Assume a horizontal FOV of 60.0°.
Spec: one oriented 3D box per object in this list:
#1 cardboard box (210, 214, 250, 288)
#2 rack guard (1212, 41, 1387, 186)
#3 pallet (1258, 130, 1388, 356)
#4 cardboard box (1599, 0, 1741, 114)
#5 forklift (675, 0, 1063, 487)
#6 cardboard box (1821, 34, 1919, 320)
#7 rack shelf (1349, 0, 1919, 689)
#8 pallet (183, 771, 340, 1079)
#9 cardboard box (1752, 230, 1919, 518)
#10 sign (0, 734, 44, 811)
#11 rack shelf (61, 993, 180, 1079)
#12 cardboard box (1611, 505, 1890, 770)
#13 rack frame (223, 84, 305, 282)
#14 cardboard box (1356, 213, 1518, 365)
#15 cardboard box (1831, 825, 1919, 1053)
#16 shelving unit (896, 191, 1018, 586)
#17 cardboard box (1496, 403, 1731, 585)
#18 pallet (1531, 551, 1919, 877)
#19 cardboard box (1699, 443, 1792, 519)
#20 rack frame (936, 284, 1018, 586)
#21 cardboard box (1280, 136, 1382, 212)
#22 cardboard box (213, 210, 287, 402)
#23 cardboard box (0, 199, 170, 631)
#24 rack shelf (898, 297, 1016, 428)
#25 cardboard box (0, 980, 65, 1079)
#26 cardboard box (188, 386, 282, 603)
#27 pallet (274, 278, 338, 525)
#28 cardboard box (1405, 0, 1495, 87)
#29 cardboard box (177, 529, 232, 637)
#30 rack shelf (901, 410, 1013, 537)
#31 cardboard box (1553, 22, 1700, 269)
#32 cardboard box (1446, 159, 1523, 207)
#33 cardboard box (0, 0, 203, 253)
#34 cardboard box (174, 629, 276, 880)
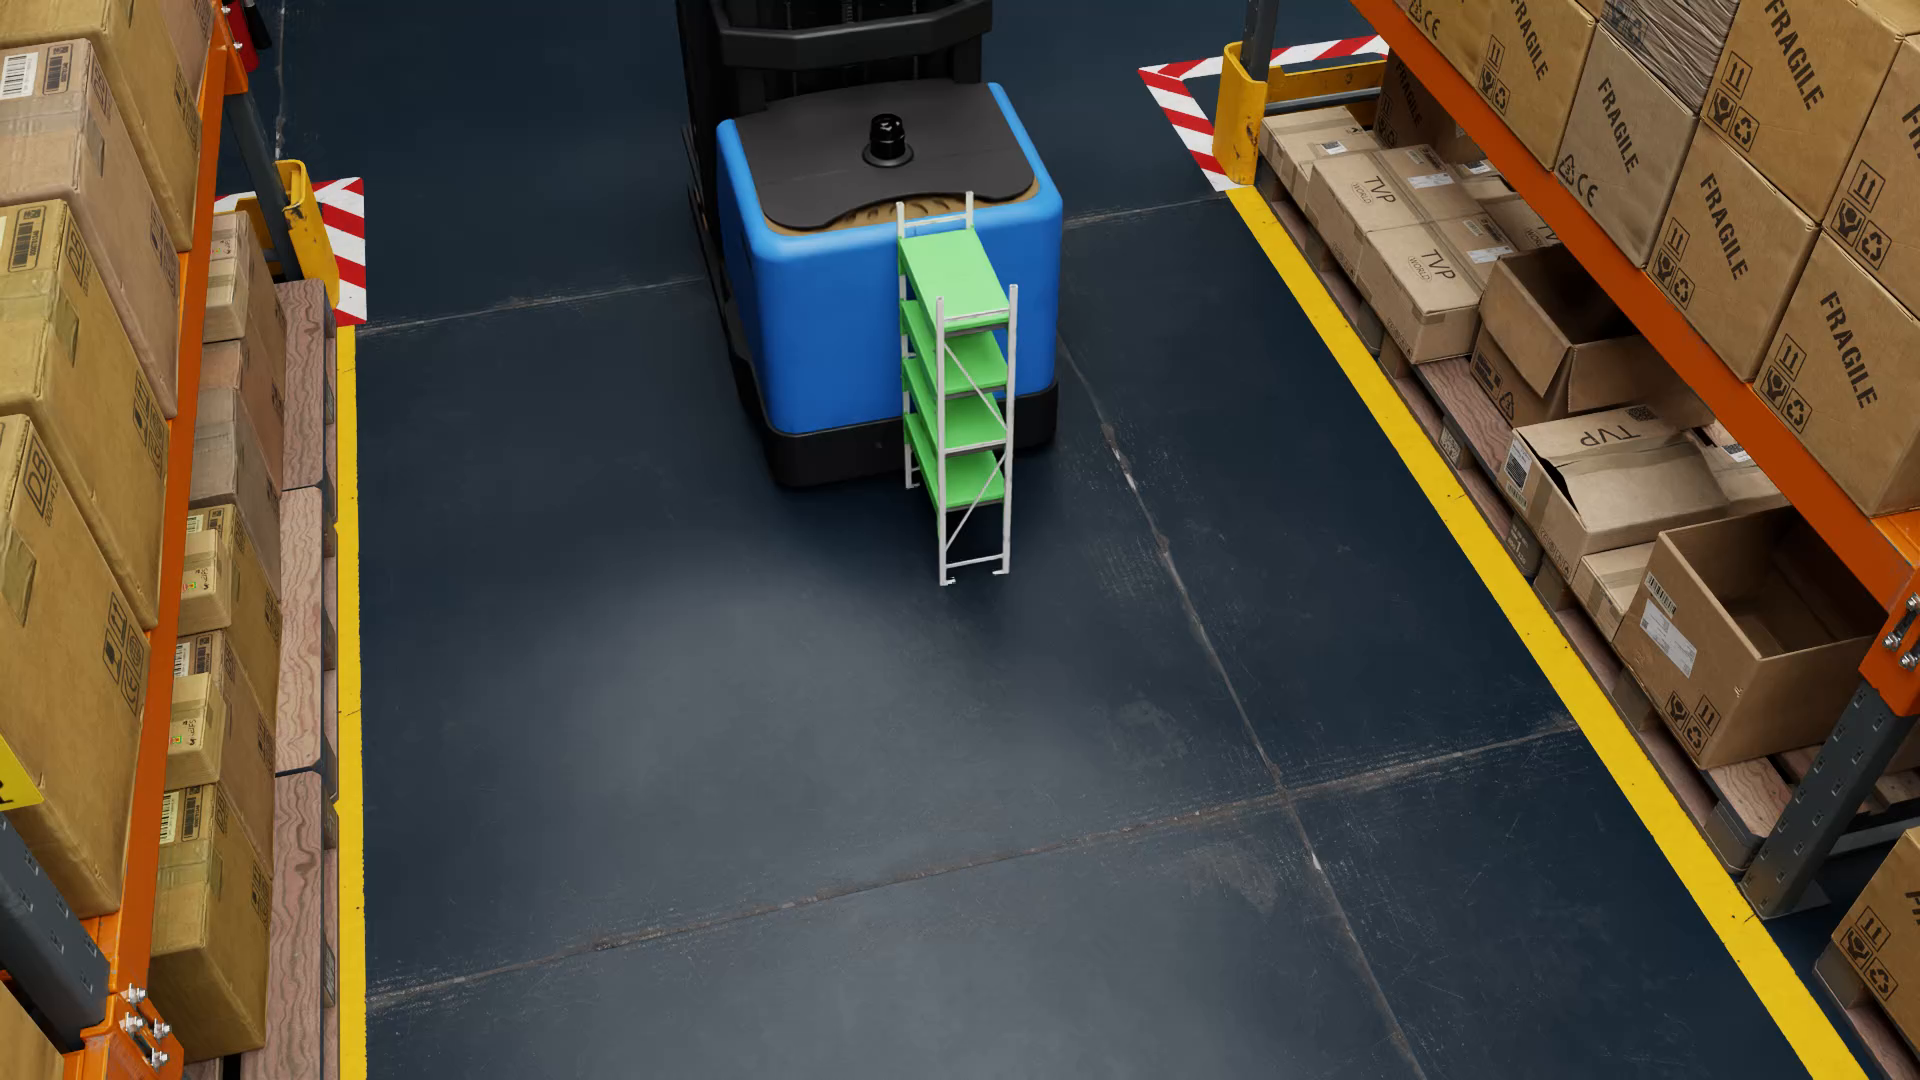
[{"bbox_3d":[-2.599,-0.937,5.570,0.380,0.149,0.250,-11,47,-11],"label":"cardboard box"},{"bbox_3d":[1.723,-1.939,7.300,1.175,0.500,0.348,-11,47,-10],"label":"rack guard"},{"bbox_3d":[1.928,-1.287,6.864,1.003,0.211,1.213,-11,47,-10],"label":"pallet"},{"bbox_3d":[2.085,-1.492,4.342,0.500,0.500,0.500,-10,46,-10],"label":"cardboard box"},{"bbox_3d":[-0.522,-2.285,5.937,1.130,2.935,3.031,-11,47,-10],"label":"forklift"},{"bbox_3d":[2.348,-0.791,3.655,0.500,0.500,0.500,-10,47,-10],"label":"cardboard box"},{"bbox_3d":[2.216,-1.233,5.362,1.077,0.370,4.000,-11,47,-10],"label":"rack shelf"},{"bbox_3d":[-2.179,1.241,4.386,1.003,0.211,1.213,-11,47,-10],"label":"pallet"},{"bbox_3d":[2.352,-0.438,4.009,0.500,0.500,0.500,-10,46,-10],"label":"cardboard box"},{"bbox_3d":[-1.538,0.320,2.581,0.100,0.325,0.005,-11,47,-10],"label":"sign"},{"bbox_3d":[-1.548,2.437,1.766,1.077,0.370,4.000,-11,47,-10],"label":"rack shelf"},{"bbox_3d":[2.308,0.275,4.822,0.500,0.500,0.500,-11,47,-10],"label":"cardboard box"},{"bbox_3d":[-3.084,-1.958,5.568,1.000,3.000,0.127,-11,47,-10],"label":"rack frame"},{"bbox_3d":[1.825,-0.940,6.188,0.500,0.250,0.500,-11,47,-10],"label":"cardboard box"},{"bbox_3d":[2.616,0.995,4.117,0.500,0.500,0.500,-13,47,-12],"label":"cardboard box"},{"bbox_3d":[-0.015,-0.460,5.360,0.258,1.200,0.503,-11,47,-10],"label":"shelving unit"},{"bbox_3d":[2.116,-0.177,5.397,0.500,0.311,0.500,-11,47,-10],"label":"cardboard box"},{"bbox_3d":[2.553,0.397,5.213,1.003,0.211,1.213,-11,47,-10],"label":"pallet"},{"bbox_3d":[2.598,-0.191,5.513,0.380,0.166,0.250,-11,47,-10],"label":"cardboard box"},{"bbox_3d":[0.048,-0.291,5.195,0.240,1.200,0.015,-11,47,-10],"label":"rack frame"},{"bbox_3d":[1.543,-1.504,6.799,0.380,0.166,0.250,-11,47,-10],"label":"cardboard box"},{"bbox_3d":[-2.808,-0.765,5.855,0.700,0.500,0.500,-11,47,-10],"label":"cardboard box"},{"bbox_3d":[-2.365,-0.184,3.620,0.980,0.700,0.700,-12,47,-11],"label":"cardboard box"},{"bbox_3d":[-0.015,-0.583,5.235,0.258,0.148,0.480,-11,47,-10],"label":"rack shelf"},{"bbox_3d":[-1.698,0.930,2.446,0.500,0.500,0.500,-11,47,-11],"label":"cardboard box"},{"bbox_3d":[-2.551,-0.072,5.177,0.700,0.500,0.500,-12,47,-12],"label":"cardboard box"},{"bbox_3d":[-2.804,-0.444,6.037,1.003,0.211,1.213,-11,47,-10],"label":"pallet"},{"bbox_3d":[1.825,-1.844,5.387,0.500,0.500,0.500,-11,47,-10],"label":"cardboard box"},{"bbox_3d":[-2.197,0.140,4.515,0.380,0.149,0.250,-12,47,-11],"label":"cardboard box"},{"bbox_3d":[-0.015,-0.247,5.577,0.258,0.148,0.480,-11,47,-10],"label":"rack shelf"},{"bbox_3d":[2.085,-1.148,4.704,0.500,0.500,0.500,-10,46,-9],"label":"cardboard box"},{"bbox_3d":[2.098,-1.402,6.699,0.380,0.166,0.250,-11,47,-10],"label":"cardboard box"},{"bbox_3d":[-2.747,-1.212,4.628,0.980,0.700,0.700,-11,47,-11],"label":"cardboard box"},{"bbox_3d":[-2.278,0.649,4.470,0.700,0.500,0.500,-11,47,-11],"label":"cardboard box"}]
